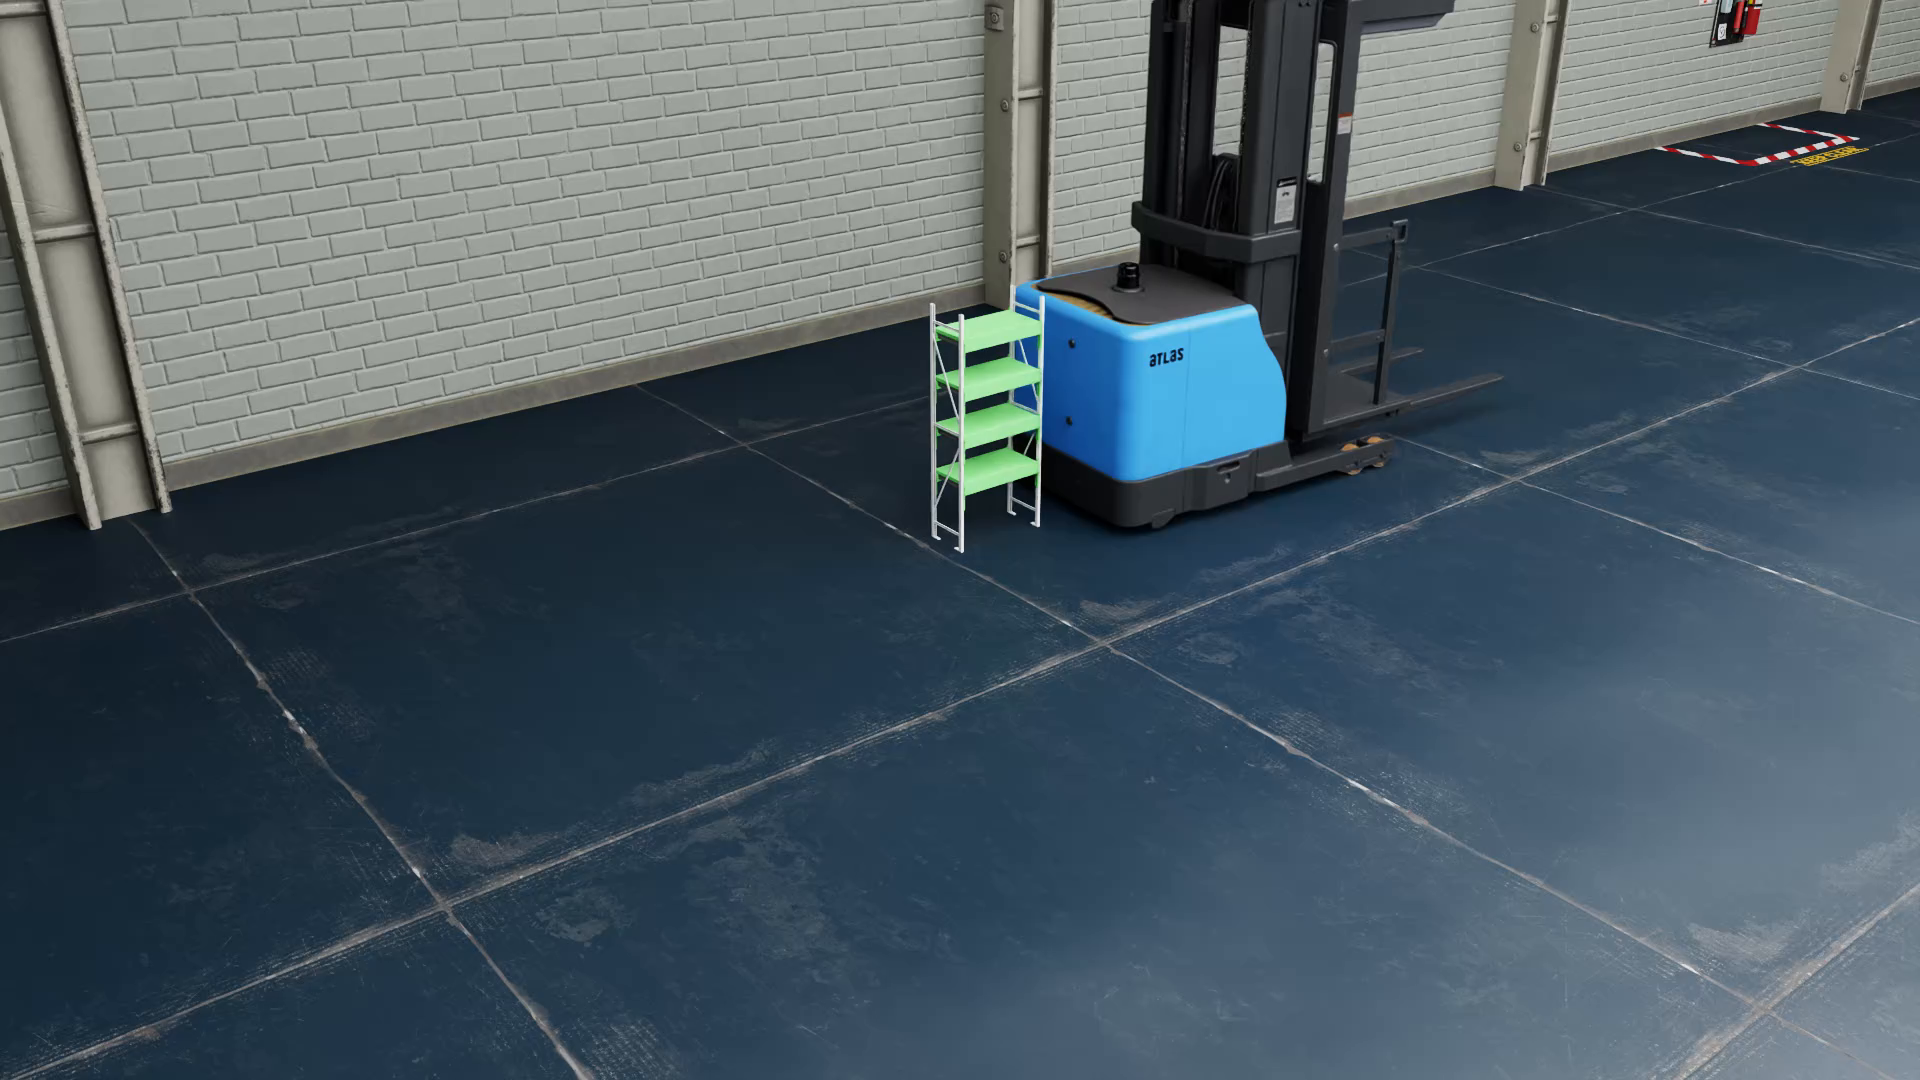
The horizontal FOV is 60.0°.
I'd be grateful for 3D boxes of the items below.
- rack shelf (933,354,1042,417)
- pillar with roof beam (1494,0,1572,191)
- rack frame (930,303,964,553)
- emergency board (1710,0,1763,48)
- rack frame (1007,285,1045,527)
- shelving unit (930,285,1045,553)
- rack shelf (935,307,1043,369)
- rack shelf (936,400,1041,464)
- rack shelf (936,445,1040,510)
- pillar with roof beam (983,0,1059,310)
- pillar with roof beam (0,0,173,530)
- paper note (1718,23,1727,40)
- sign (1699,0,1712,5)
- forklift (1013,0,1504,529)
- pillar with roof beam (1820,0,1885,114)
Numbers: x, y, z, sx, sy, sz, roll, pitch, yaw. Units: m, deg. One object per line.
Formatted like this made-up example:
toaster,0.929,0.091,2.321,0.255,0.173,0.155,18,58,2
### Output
rack shelf,0.130,-0.747,8.016,0.480,0.148,0.258,-18,31,-34
pillar with roof beam,7.788,-5.924,10.325,0.400,9.000,9.100,-18,31,-34
rack frame,-0.062,-0.524,7.953,0.015,1.200,0.240,-18,31,-34
emergency board,7.885,-5.558,16.663,0.643,1.169,0.194,-18,31,-34
rack frame,0.322,-0.651,8.227,0.015,1.200,0.240,-18,31,-34
shelving unit,0.130,-0.587,8.090,0.503,1.200,0.258,-18,31,-34
rack shelf,0.130,-0.965,7.915,0.480,0.148,0.258,-18,31,-34
rack shelf,0.130,-0.529,8.117,0.480,0.148,0.258,-18,31,-34
rack shelf,0.130,-0.312,8.218,0.480,0.148,0.258,-18,31,-34
pillar with roof beam,3.067,-4.366,6.967,0.400,9.000,9.100,-18,31,-34
pillar with roof beam,-1.655,-2.807,3.609,0.400,9.000,9.100,-18,31,-34
paper note,7.703,-5.136,16.799,0.142,0.148,0.016,-18,31,-34
sign,7.386,-5.465,16.420,0.234,0.329,0.001,-18,31,-34
forklift,1.767,-1.849,8.753,3.031,2.935,1.130,-16,29,-30
pillar with roof beam,12.510,-7.483,13.683,0.400,9.000,9.100,-18,31,-34
